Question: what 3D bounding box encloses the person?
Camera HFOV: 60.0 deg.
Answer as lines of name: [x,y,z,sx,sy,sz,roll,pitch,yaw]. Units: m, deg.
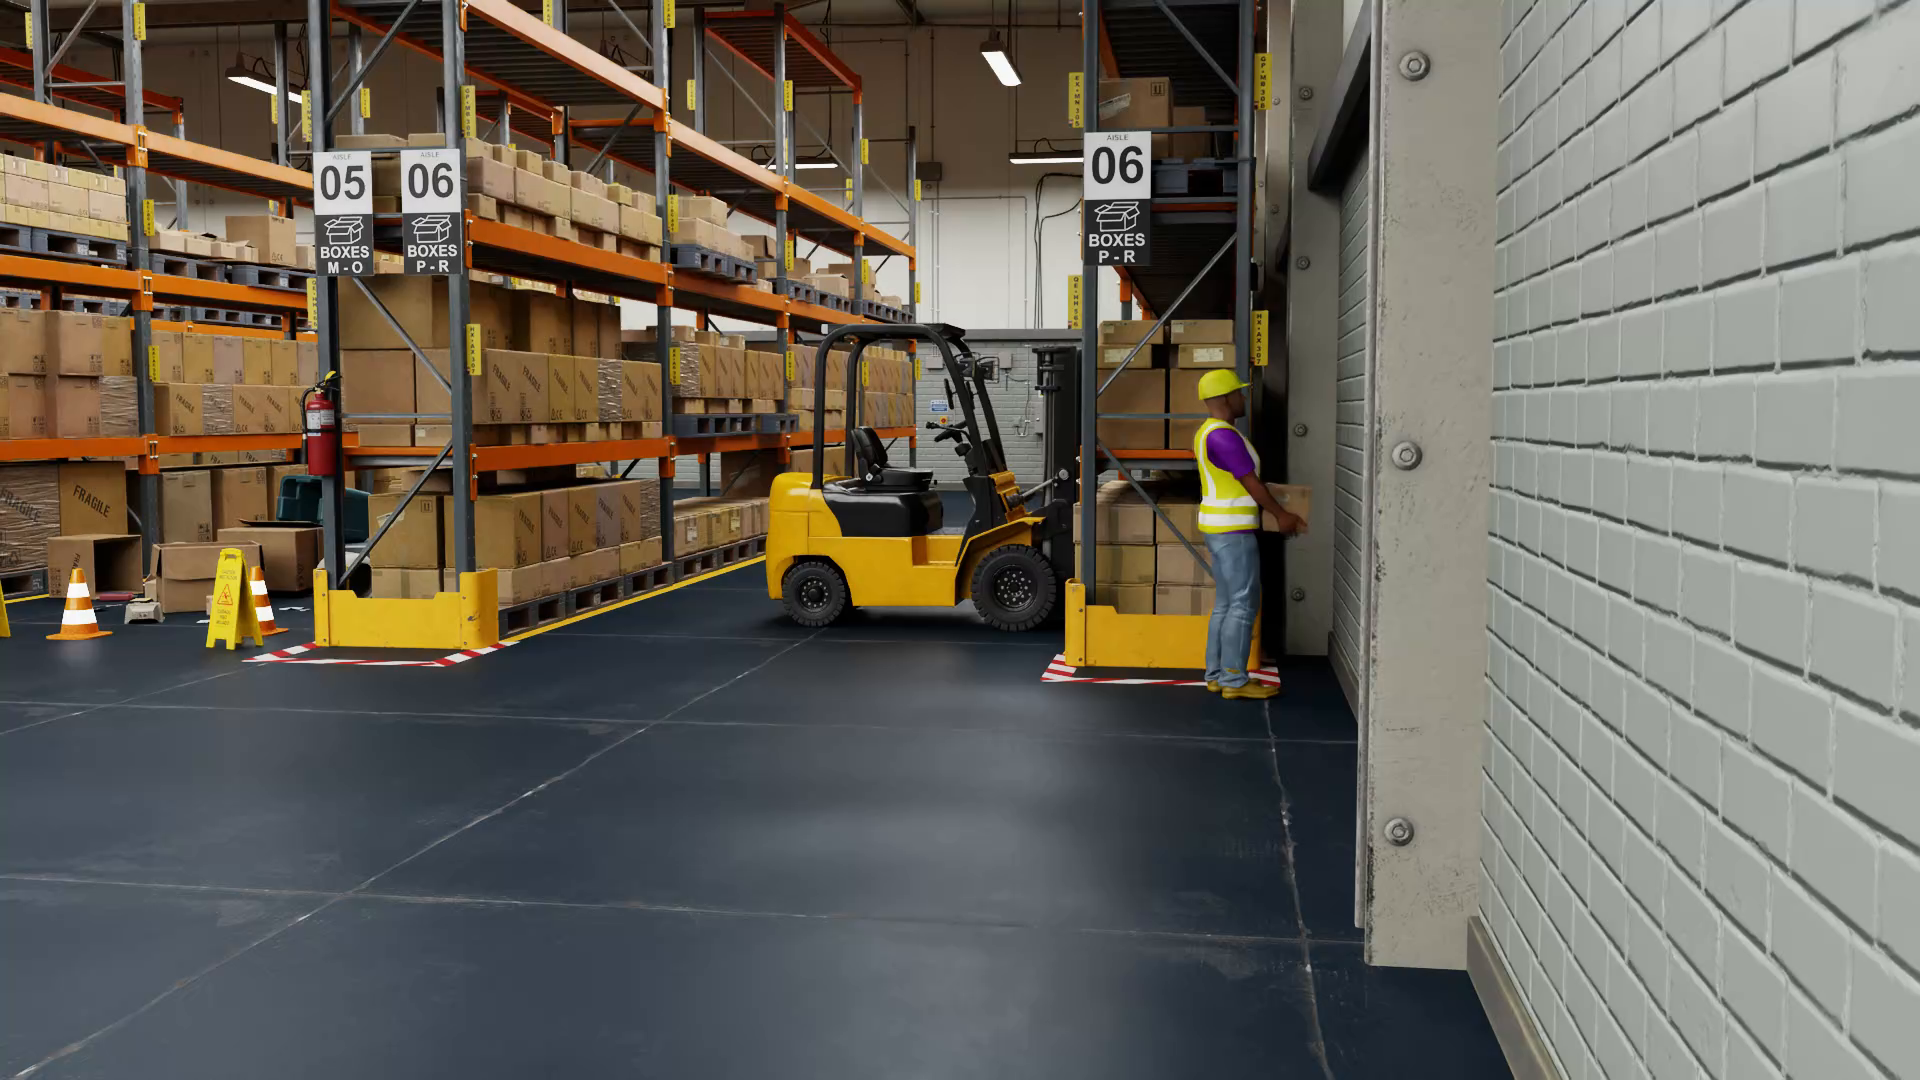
person: [1.559,-0.038,8.991,0.575,1.767,0.510,0,4,0]
